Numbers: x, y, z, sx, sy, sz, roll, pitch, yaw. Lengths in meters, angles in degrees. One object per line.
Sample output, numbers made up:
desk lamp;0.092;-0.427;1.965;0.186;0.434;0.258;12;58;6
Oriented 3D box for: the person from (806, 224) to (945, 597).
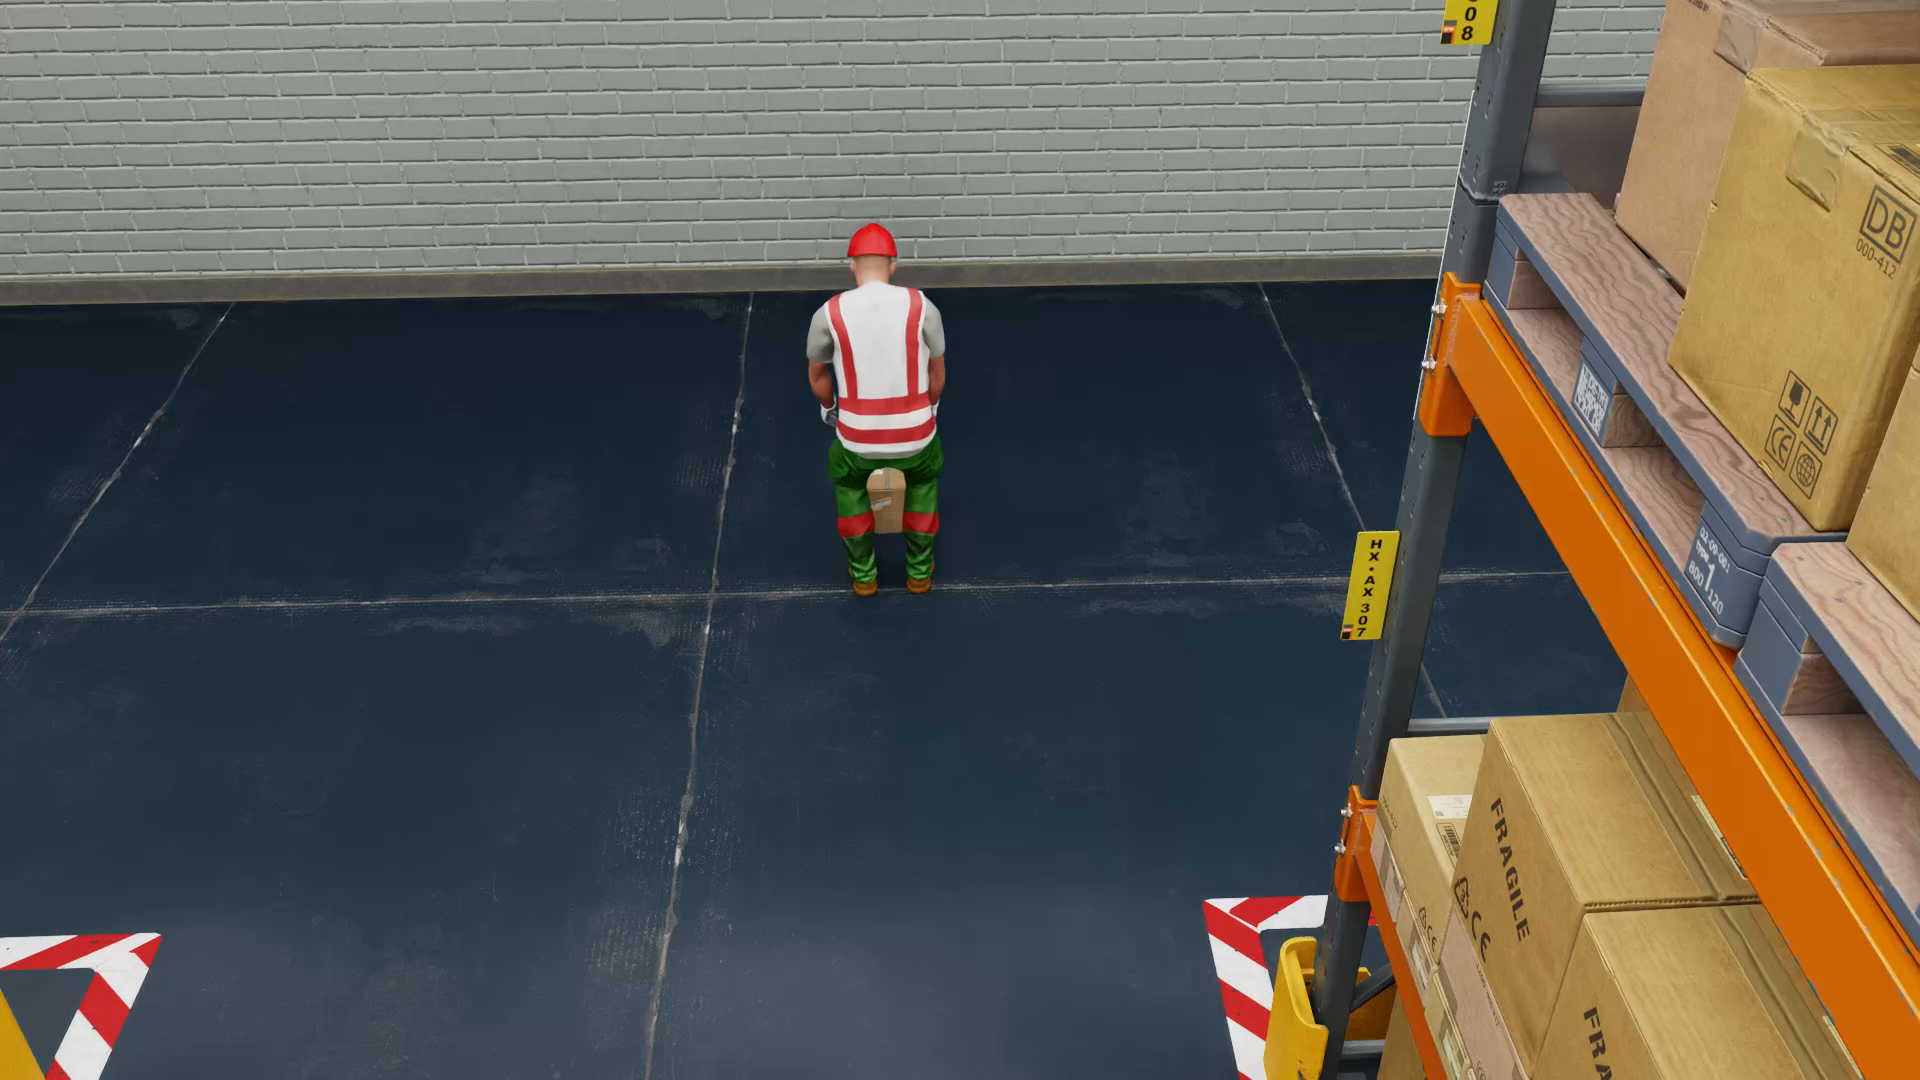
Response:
person;-0.346;-0.511;7.019;0.572;1.604;0.625;-1;35;-2
